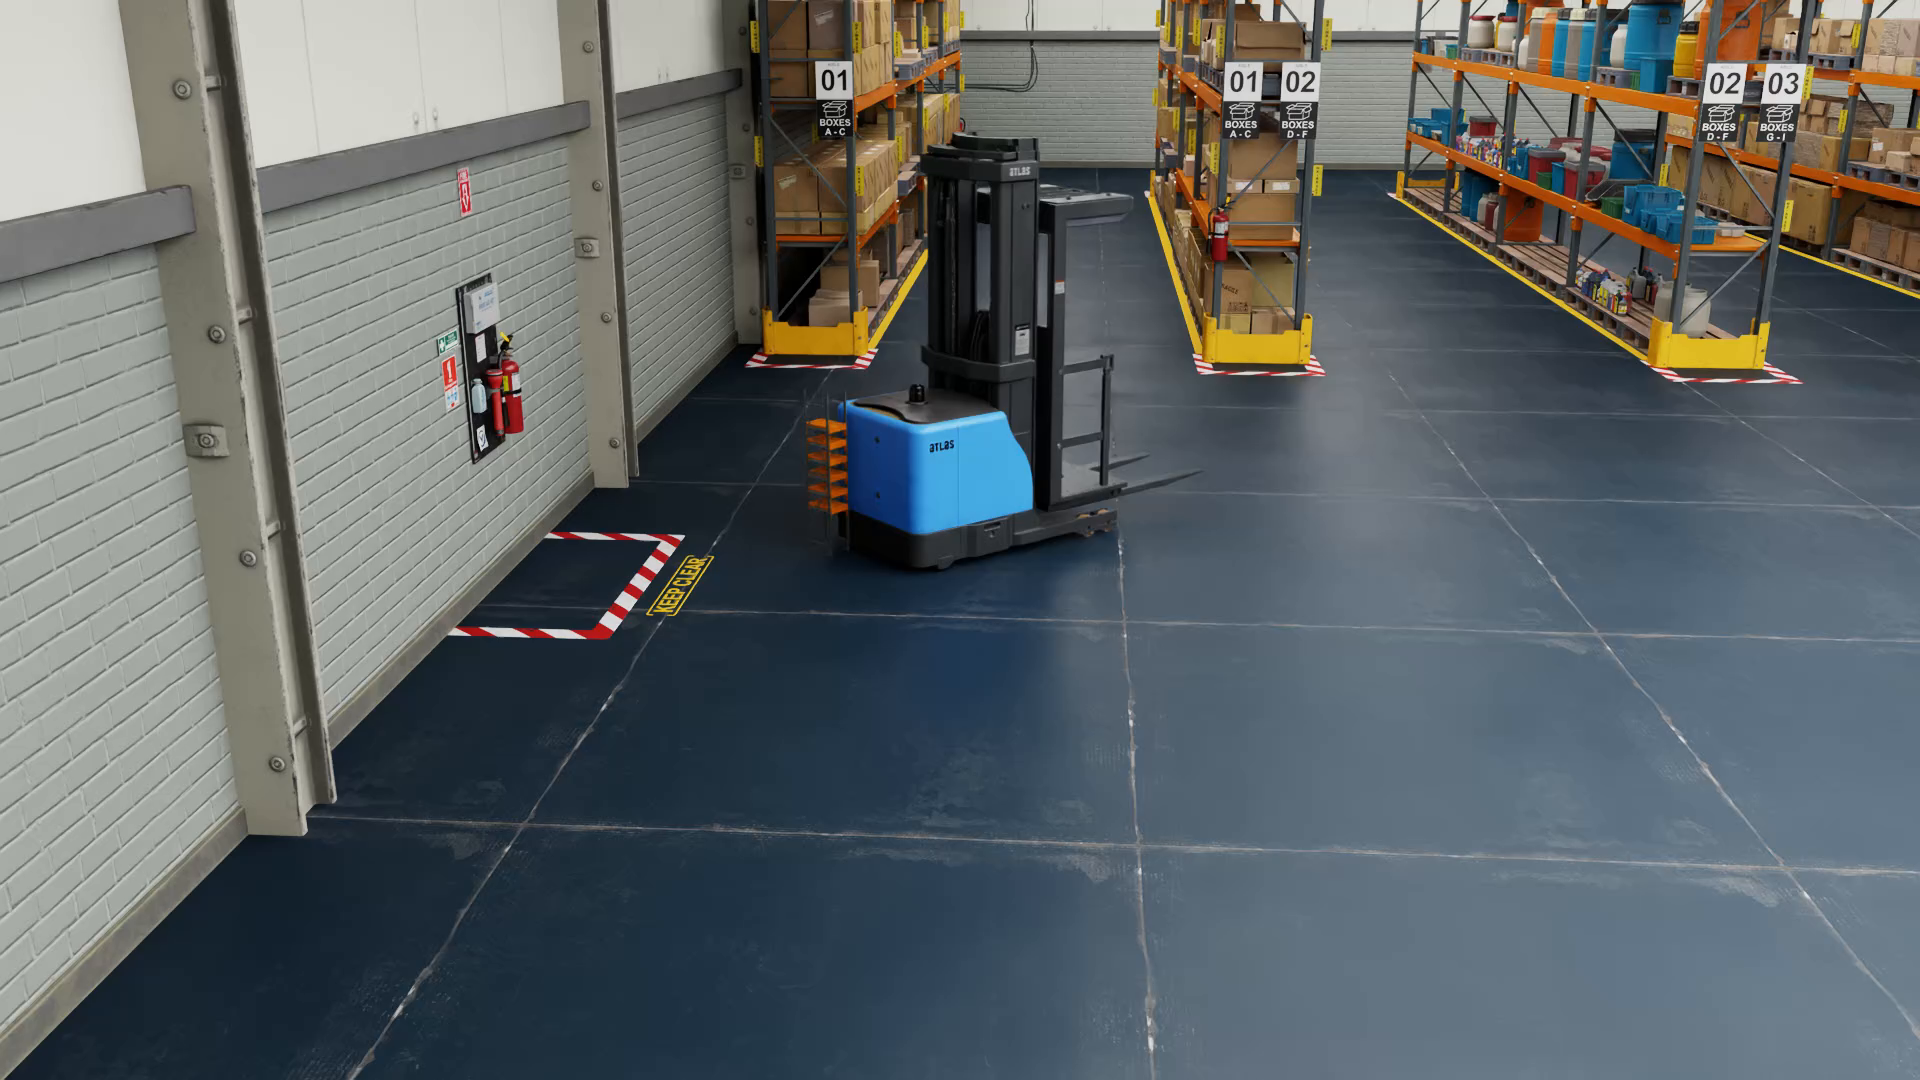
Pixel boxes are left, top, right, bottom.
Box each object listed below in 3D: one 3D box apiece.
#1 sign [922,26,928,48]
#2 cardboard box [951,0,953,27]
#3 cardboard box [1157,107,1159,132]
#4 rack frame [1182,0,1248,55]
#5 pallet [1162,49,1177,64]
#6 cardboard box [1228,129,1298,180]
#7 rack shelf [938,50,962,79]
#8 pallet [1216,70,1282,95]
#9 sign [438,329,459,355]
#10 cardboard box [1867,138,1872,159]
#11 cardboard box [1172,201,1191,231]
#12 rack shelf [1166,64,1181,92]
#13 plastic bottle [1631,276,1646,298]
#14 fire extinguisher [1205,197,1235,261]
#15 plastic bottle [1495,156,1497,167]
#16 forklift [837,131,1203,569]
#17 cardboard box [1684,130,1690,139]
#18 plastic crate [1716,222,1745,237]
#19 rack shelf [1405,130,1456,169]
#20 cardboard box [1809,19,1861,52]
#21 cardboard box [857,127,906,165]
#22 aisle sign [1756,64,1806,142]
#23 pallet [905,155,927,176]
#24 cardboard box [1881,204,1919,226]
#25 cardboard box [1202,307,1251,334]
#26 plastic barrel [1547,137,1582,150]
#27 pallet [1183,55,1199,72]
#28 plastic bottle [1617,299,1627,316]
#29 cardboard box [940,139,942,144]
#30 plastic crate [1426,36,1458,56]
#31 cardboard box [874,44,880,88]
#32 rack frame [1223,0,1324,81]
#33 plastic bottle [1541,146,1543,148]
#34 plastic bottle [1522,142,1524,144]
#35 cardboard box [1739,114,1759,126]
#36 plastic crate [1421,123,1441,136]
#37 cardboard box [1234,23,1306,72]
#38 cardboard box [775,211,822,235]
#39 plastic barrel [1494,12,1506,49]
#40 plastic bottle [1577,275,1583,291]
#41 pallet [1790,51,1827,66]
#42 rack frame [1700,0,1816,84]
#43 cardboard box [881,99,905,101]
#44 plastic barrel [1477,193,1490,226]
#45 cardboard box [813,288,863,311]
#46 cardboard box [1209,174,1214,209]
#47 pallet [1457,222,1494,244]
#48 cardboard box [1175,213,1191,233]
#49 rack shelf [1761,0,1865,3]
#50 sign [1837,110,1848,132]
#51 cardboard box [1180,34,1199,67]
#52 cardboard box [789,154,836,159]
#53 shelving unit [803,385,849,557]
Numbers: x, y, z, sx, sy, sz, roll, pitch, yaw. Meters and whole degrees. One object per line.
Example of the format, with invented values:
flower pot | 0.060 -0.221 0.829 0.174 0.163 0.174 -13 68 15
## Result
sign | -0.533 -7.691 25.428 0.100 0.325 0.005 1 18 4
cardboard box | -0.396 -9.761 30.778 0.500 0.500 0.500 1 18 4
cardboard box | 4.114 -8.163 32.356 0.500 0.500 0.500 1 18 3
rack frame | 3.867 -8.774 24.747 1.000 3.000 0.127 1 18 4
pallet | 3.966 -7.978 27.438 1.213 0.211 1.003 1 18 4
cardboard box | 3.344 -4.263 18.373 0.700 0.500 0.500 1 18 4
rack shelf | -0.644 -8.979 31.347 1.077 0.370 4.000 1 18 4
pallet | 3.370 -5.041 18.313 1.003 0.211 1.213 1 18 4
sign | -3.239 -1.255 10.526 0.001 0.109 0.331 1 18 4
cardboard box | 14.054 -5.893 25.429 0.500 0.500 0.500 2 18 6
cardboard box | 3.700 -5.240 26.904 0.500 0.500 0.500 2 18 6
rack shelf | 4.011 -7.627 27.222 1.077 0.370 4.000 1 18 4
plastic bottle | 8.599 -3.213 21.079 0.152 0.276 0.135 1 18 4
fire extinguisher | 2.822 -3.375 18.030 0.296 0.674 0.183 1 18 4
plastic bottle | 8.454 -5.959 26.110 0.097 0.201 0.097 0 18 0
forklift | 0.570 -1.537 12.406 3.031 2.935 1.130 -14 23 -36
cardboard box | 13.895 -7.644 31.336 0.380 0.149 0.250 1 18 3
plastic crate | 8.619 -3.472 18.625 0.298 0.136 0.250 1 18 4
rack shelf | 9.238 -7.333 31.139 1.077 0.370 4.000 1 18 4
cardboard box | 13.873 -8.009 26.392 0.797 0.503 0.637 1 18 3
cardboard box | -1.165 -5.755 24.302 0.700 0.500 0.500 1 18 4
aisle sign | 8.521 -4.533 17.264 0.394 0.787 0.004 1 18 4
pallet | -1.019 -5.717 25.362 1.213 0.211 1.003 1 18 4
cardboard box | 13.702 -4.704 24.066 0.500 0.250 0.500 3 18 10
cardboard box | 3.038 -2.504 18.989 0.500 0.250 0.500 1 18 4
plastic barrel | 9.077 -5.725 24.858 0.600 0.536 0.708 1 18 4
pallet | 3.908 -7.046 24.594 1.213 0.211 1.003 2 18 6
plastic bottle | 7.929 -2.786 19.895 0.097 0.201 0.097 0 18 0
cardboard box | -0.523 -6.974 29.262 0.380 0.149 0.250 2 18 5
plastic crate | 8.998 -9.223 31.036 0.504 0.338 0.767 1 18 4
cardboard box | -1.249 -5.622 19.755 0.500 0.500 0.500 2 18 7
rack frame | 3.294 -6.289 17.164 1.000 3.000 0.127 1 18 4
plastic bottle | 9.266 -6.139 26.527 0.061 0.283 0.133 1 18 4
plastic bottle | 9.249 -6.402 27.350 0.097 0.271 0.097 0 18 0
cardboard box | 13.801 -7.518 29.108 0.500 0.500 0.500 2 18 5
plastic crate | 8.941 -7.766 31.480 0.416 0.233 0.300 1 18 4
cardboard box | 3.339 -5.357 18.072 0.797 0.503 0.637 3 18 8
cardboard box | -1.807 -3.635 18.909 0.500 0.250 0.500 2 18 5
plastic barrel | 9.231 -8.480 27.691 0.600 0.588 0.600 0 18 0
plastic bottle | 8.054 -3.327 21.547 0.097 0.201 0.097 0 18 0
pallet | 13.818 -7.585 26.239 1.003 0.211 1.213 2 18 6
rack frame | 8.234 -6.177 16.823 1.000 3.000 0.127 1 18 4
cardboard box | -1.183 -7.212 27.740 0.500 0.250 0.500 1 18 3
plastic barrel | 8.858 -5.509 27.739 0.421 0.512 0.421 0 18 0
cardboard box | -1.467 -2.869 19.972 0.500 0.311 0.500 3 18 8
cardboard box | 3.524 -4.426 20.953 0.700 0.500 0.500 1 18 3
pallet | 8.913 -5.110 27.678 1.003 0.211 1.213 1 18 4
cardboard box | 3.508 -4.763 24.982 0.500 0.311 0.500 1 18 3
rack shelf | 13.891 -8.641 26.138 1.077 0.370 4.000 1 18 4
sign | 13.194 -6.262 24.857 0.100 0.325 0.005 1 18 4
cardboard box | 3.865 -7.532 25.614 0.910 0.500 0.500 1 18 4
cardboard box | -1.747 -4.310 19.764 0.500 0.500 0.500 1 18 2
shelving unit | -0.964 -0.495 12.006 0.258 1.200 0.189 15 23 37
